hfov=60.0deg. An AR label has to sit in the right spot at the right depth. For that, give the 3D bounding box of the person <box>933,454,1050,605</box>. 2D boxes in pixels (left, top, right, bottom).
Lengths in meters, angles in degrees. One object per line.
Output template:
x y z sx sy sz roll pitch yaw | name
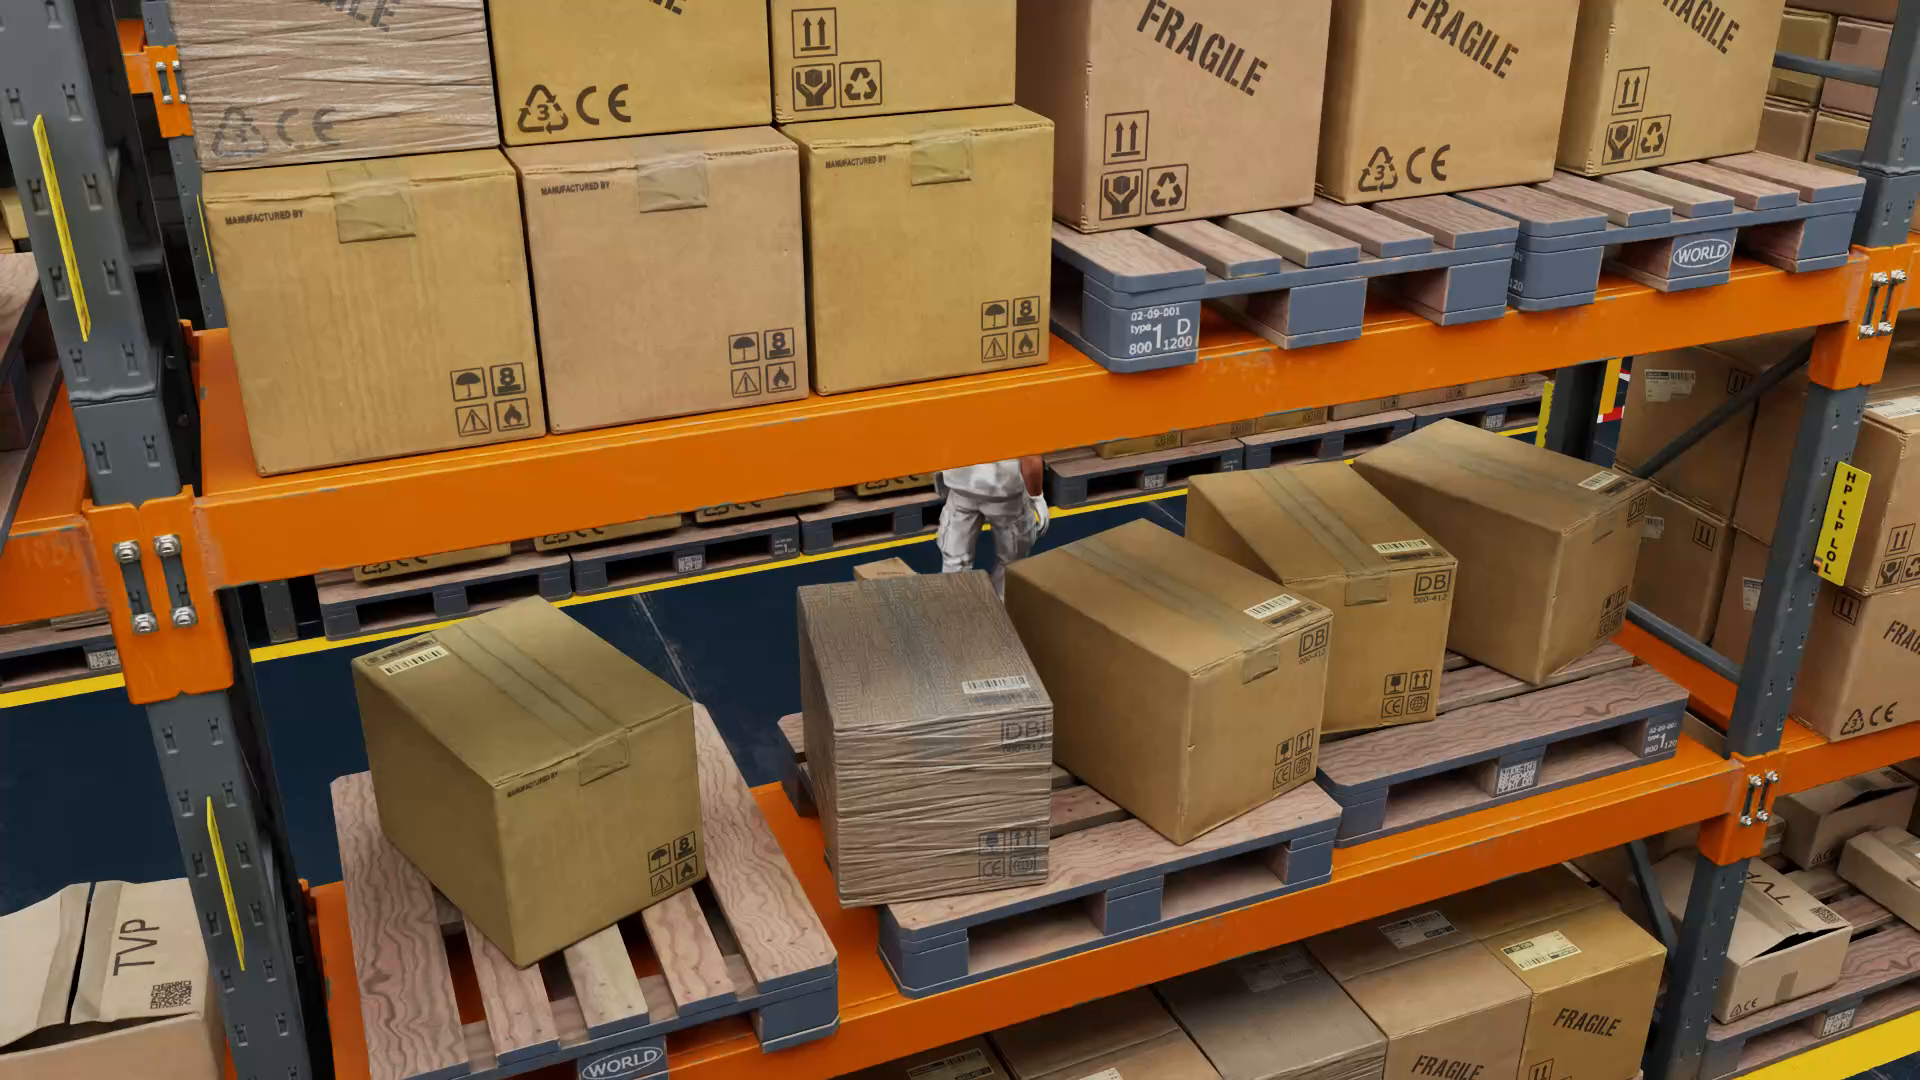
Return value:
0.118 -0.224 7.555 0.627 1.779 0.623 12 28 23 | person
